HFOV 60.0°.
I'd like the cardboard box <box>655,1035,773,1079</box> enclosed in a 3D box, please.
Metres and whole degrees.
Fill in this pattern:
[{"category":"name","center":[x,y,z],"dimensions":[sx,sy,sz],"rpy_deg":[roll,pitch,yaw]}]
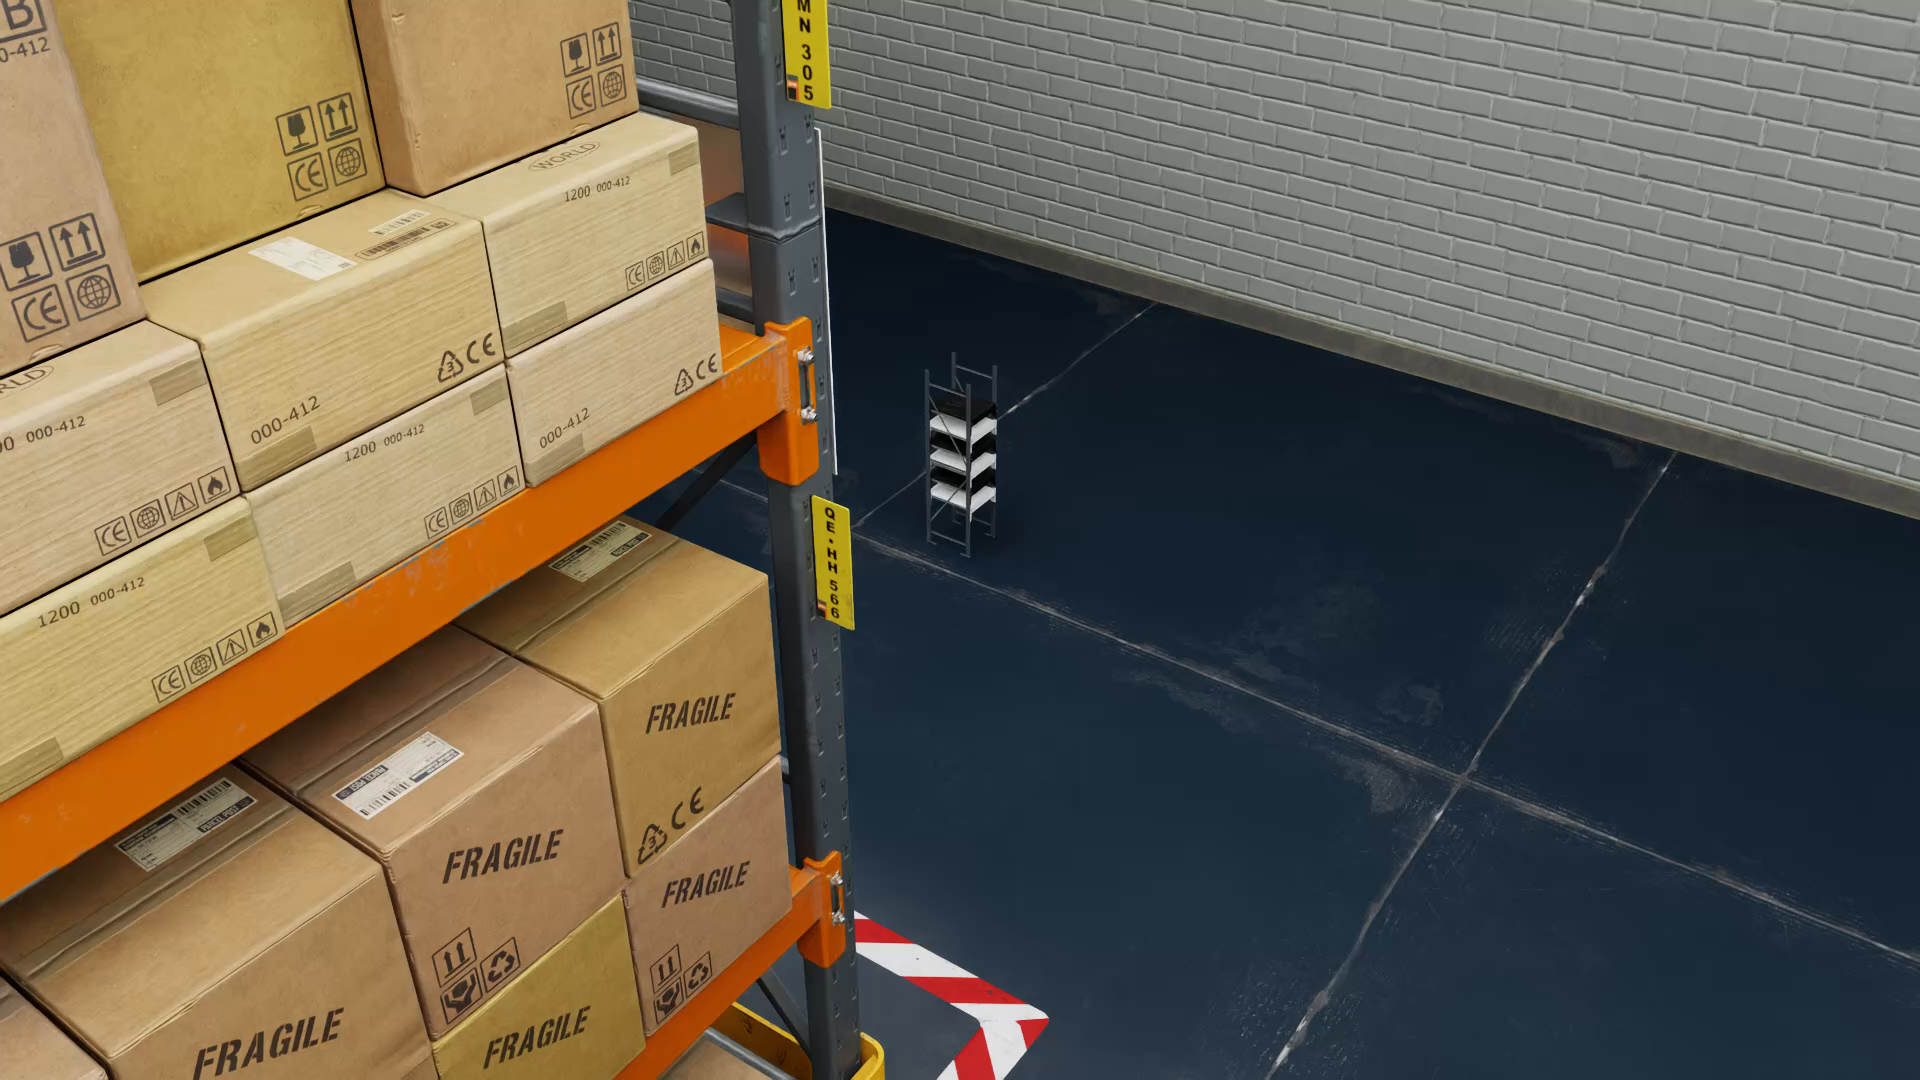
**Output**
[{"category":"cardboard box","center":[-0.832,1.659,4.457],"dimensions":[0.500,0.500,0.500],"rpy_deg":[21,39,28]}]

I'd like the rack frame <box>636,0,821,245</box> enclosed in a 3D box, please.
[{"category":"rack frame","center":[-0.725,-2.008,2.686],"dimensions":[1.000,3.000,0.127],"rpy_deg":[21,39,28]}]

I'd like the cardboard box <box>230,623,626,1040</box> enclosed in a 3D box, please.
[{"category":"cardboard box","center":[-1.040,0.547,3.281],"dimensions":[0.500,0.500,0.500],"rpy_deg":[22,40,29]}]

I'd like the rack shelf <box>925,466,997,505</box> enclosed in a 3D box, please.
[{"category":"rack shelf","center":[0.005,-0.274,7.573],"dimensions":[0.258,0.077,0.200],"rpy_deg":[21,39,28]}]

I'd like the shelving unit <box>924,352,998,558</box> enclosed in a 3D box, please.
[{"category":"shelving unit","center":[0.005,-0.376,7.503],"dimensions":[0.258,0.900,0.210],"rpy_deg":[21,39,28]}]

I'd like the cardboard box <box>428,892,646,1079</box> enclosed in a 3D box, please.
[{"category":"cardboard box","center":[-1.049,0.969,3.550],"dimensions":[0.500,0.500,0.500],"rpy_deg":[22,40,29]}]

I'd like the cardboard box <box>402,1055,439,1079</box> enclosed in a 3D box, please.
[{"category":"cardboard box","center":[-1.338,1.197,3.214],"dimensions":[0.500,0.500,0.500],"rpy_deg":[22,40,29]}]

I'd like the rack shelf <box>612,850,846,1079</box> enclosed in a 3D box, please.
[{"category":"rack shelf","center":[-1.865,1.696,3.207],"dimensions":[1.077,0.370,4.000],"rpy_deg":[21,39,28]}]

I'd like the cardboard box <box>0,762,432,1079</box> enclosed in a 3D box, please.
[{"category":"cardboard box","center":[-1.332,0.787,2.926],"dimensions":[0.500,0.500,0.500],"rpy_deg":[22,40,29]}]

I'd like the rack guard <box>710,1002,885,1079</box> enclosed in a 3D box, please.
[{"category":"rack guard","center":[-0.768,1.548,5.015],"dimensions":[1.175,0.500,0.348],"rpy_deg":[21,39,28]}]

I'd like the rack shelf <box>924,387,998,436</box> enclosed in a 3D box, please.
[{"category":"rack shelf","center":[0.005,-0.573,7.371],"dimensions":[0.258,0.077,0.200],"rpy_deg":[21,39,28]}]

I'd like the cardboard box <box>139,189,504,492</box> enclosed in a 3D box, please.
[{"category":"cardboard box","center":[-1.093,-0.362,2.618],"dimensions":[0.500,0.250,0.500],"rpy_deg":[21,39,28]}]

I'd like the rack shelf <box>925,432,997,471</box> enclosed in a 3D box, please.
[{"category":"rack shelf","center":[0.005,-0.423,7.472],"dimensions":[0.258,0.077,0.200],"rpy_deg":[21,39,28]}]

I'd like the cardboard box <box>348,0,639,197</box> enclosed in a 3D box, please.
[{"category":"cardboard box","center":[-1.004,-0.979,2.861],"dimensions":[0.700,0.500,0.500],"rpy_deg":[21,39,28]}]

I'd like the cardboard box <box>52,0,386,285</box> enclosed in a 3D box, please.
[{"category":"cardboard box","center":[-1.359,-0.776,2.561],"dimensions":[0.700,0.500,0.500],"rpy_deg":[21,39,28]}]

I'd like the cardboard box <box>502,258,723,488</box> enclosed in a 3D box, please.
[{"category":"cardboard box","center":[-0.801,-0.382,3.094],"dimensions":[0.500,0.250,0.500],"rpy_deg":[21,39,28]}]

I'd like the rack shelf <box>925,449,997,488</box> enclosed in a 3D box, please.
[{"category":"rack shelf","center":[0.005,-0.349,7.522],"dimensions":[0.258,0.077,0.200],"rpy_deg":[21,39,28]}]

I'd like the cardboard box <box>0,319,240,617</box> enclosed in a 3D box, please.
[{"category":"cardboard box","center":[-1.381,-0.133,2.279],"dimensions":[0.500,0.250,0.500],"rpy_deg":[21,39,28]}]

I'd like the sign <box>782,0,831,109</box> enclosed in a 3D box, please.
[{"category":"sign","center":[-0.280,-0.946,3.002],"dimensions":[0.100,0.325,0.005],"rpy_deg":[21,39,28]}]

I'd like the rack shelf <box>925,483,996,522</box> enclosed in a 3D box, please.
[{"category":"rack shelf","center":[0.005,-0.200,7.623],"dimensions":[0.258,0.077,0.200],"rpy_deg":[21,39,28]}]

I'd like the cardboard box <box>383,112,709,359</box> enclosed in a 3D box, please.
[{"category":"cardboard box","center":[-0.808,-0.592,2.958],"dimensions":[0.500,0.250,0.500],"rpy_deg":[21,39,28]}]

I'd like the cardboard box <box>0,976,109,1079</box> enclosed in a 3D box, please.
[{"category":"cardboard box","center":[-1.624,1.024,2.577],"dimensions":[0.500,0.500,0.500],"rpy_deg":[23,40,30]}]

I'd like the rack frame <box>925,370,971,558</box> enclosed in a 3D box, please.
[{"category":"rack frame","center":[-0.053,-0.330,7.434],"dimensions":[0.240,0.900,0.006],"rpy_deg":[21,39,28]}]

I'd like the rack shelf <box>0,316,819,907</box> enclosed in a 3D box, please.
[{"category":"rack shelf","center":[-1.865,0.453,2.367],"dimensions":[1.077,0.370,4.000],"rpy_deg":[21,39,28]}]

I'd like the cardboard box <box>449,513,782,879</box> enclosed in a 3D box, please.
[{"category":"cardboard box","center":[-0.752,0.314,3.626],"dimensions":[0.500,0.500,0.500],"rpy_deg":[21,39,28]}]

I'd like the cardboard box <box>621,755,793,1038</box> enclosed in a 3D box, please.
[{"category":"cardboard box","center":[-0.756,0.729,3.905],"dimensions":[0.500,0.500,0.500],"rpy_deg":[23,40,30]}]

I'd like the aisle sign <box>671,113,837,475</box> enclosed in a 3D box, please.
[{"category":"aisle sign","center":[-0.434,-0.533,3.540],"dimensions":[0.394,0.787,0.004],"rpy_deg":[21,39,28]}]

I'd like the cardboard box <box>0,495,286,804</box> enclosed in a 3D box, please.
[{"category":"cardboard box","center":[-1.369,0.078,2.413],"dimensions":[0.500,0.250,0.500],"rpy_deg":[21,39,28]}]

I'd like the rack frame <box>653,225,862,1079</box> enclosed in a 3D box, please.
[{"category":"rack frame","center":[-0.725,0.477,4.367],"dimensions":[1.000,3.000,0.127],"rpy_deg":[21,39,28]}]

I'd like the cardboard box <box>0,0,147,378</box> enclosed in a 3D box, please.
[{"category":"cardboard box","center":[-1.556,-0.512,2.170],"dimensions":[0.700,0.500,0.500],"rpy_deg":[21,39,28]}]

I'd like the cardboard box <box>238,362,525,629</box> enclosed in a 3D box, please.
[{"category":"cardboard box","center":[-1.095,-0.156,2.759],"dimensions":[0.500,0.250,0.500],"rpy_deg":[21,39,28]}]

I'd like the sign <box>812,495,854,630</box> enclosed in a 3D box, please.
[{"category":"sign","center":[-0.280,0.053,3.678],"dimensions":[0.100,0.325,0.005],"rpy_deg":[21,39,28]}]

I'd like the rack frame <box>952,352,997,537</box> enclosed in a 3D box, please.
[{"category":"rack frame","center":[0.063,-0.423,7.573],"dimensions":[0.240,0.900,0.006],"rpy_deg":[21,39,28]}]

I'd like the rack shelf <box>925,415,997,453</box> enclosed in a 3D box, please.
[{"category":"rack shelf","center":[0.005,-0.498,7.421],"dimensions":[0.258,0.077,0.200],"rpy_deg":[21,39,28]}]
